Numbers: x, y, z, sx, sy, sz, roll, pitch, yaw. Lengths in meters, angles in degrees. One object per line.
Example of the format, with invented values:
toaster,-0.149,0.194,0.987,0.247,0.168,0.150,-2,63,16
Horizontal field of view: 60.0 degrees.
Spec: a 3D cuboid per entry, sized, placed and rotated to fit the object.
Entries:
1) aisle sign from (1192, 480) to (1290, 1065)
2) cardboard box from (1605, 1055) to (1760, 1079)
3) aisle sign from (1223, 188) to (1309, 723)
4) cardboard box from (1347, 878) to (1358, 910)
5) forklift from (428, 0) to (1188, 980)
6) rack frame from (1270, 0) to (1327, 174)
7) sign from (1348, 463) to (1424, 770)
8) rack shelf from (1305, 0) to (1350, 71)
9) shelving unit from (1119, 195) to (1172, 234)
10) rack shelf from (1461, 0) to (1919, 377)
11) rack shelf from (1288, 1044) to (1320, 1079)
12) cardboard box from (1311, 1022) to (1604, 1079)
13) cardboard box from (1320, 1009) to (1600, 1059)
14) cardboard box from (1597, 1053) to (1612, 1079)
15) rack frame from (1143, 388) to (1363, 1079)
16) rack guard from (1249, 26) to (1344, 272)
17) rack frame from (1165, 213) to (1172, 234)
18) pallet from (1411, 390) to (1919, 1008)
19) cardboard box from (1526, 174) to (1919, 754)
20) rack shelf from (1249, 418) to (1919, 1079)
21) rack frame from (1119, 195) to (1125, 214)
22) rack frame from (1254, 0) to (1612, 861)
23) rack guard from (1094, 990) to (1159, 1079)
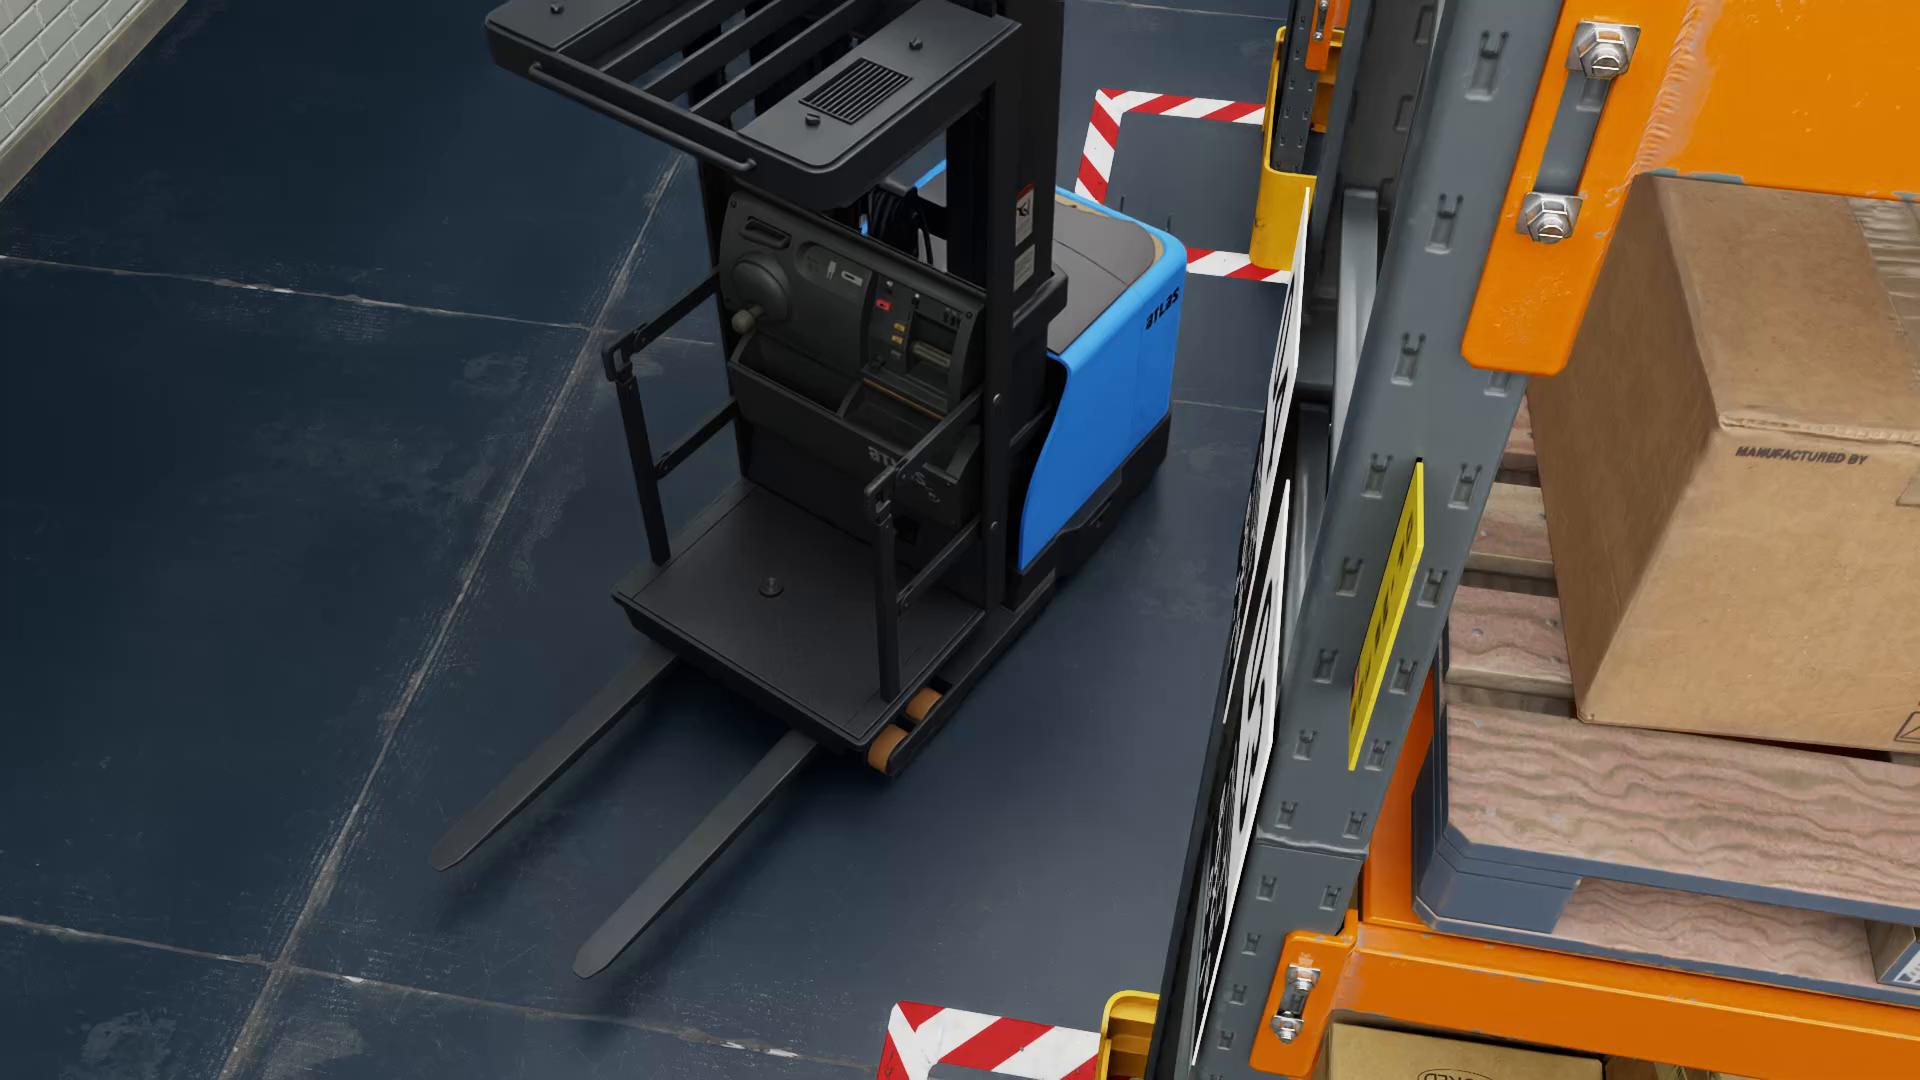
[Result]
aisle sign,0.364,0.334,2.185,0.004,0.787,0.394,8,49,7
cardboard box,1.405,1.020,2.713,0.500,0.500,0.500,7,48,6
aisle sign,0.471,-0.105,2.580,0.004,0.787,0.394,8,49,7
cardboard box,1.014,0.565,3.122,0.500,0.500,0.500,8,49,7
forklift,-0.468,-0.616,4.833,1.130,2.935,3.031,28,54,23
rack frame,1.470,-2.624,6.591,0.127,3.000,1.000,8,49,7
sign,0.384,0.077,1.507,0.005,0.325,0.100,8,49,7
rack shelf,3.438,-2.119,6.621,4.000,0.370,1.077,8,49,7
shelving unit,0.628,-0.870,6.427,0.210,0.900,0.258,27,54,22
rack shelf,2.456,-0.373,1.288,4.000,0.370,1.077,8,49,7
rack shelf,2.456,1.498,3.371,4.000,0.370,1.077,8,49,7
cardboard box,0.913,1.205,3.052,0.500,0.250,0.500,7,48,6
cardboard box,1.012,0.814,3.403,0.500,0.250,0.500,7,48,6
cardboard box,1.511,0.881,3.343,0.500,0.250,0.500,7,48,6
rack frame,0.488,0.993,3.341,0.127,3.000,1.000,8,49,7
rack guard,1.545,-1.779,7.512,0.348,0.500,1.175,8,49,7
rack frame,0.711,-0.827,6.388,0.006,0.900,0.240,27,54,22
pallet,1.220,0.111,2.177,1.213,0.211,1.003,8,49,7
cardboard box,1.009,-0.187,1.968,0.500,0.500,0.700,5,48,5
rack shelf,2.456,0.495,2.255,4.000,0.370,1.077,8,49,7
rack frame,0.544,-0.913,6.465,0.006,0.900,0.240,27,54,22
rack frame,0.488,-1.012,1.110,0.127,3.000,1.000,8,49,7
rack guard,0.465,1.825,4.274,0.348,0.500,1.175,8,49,7
